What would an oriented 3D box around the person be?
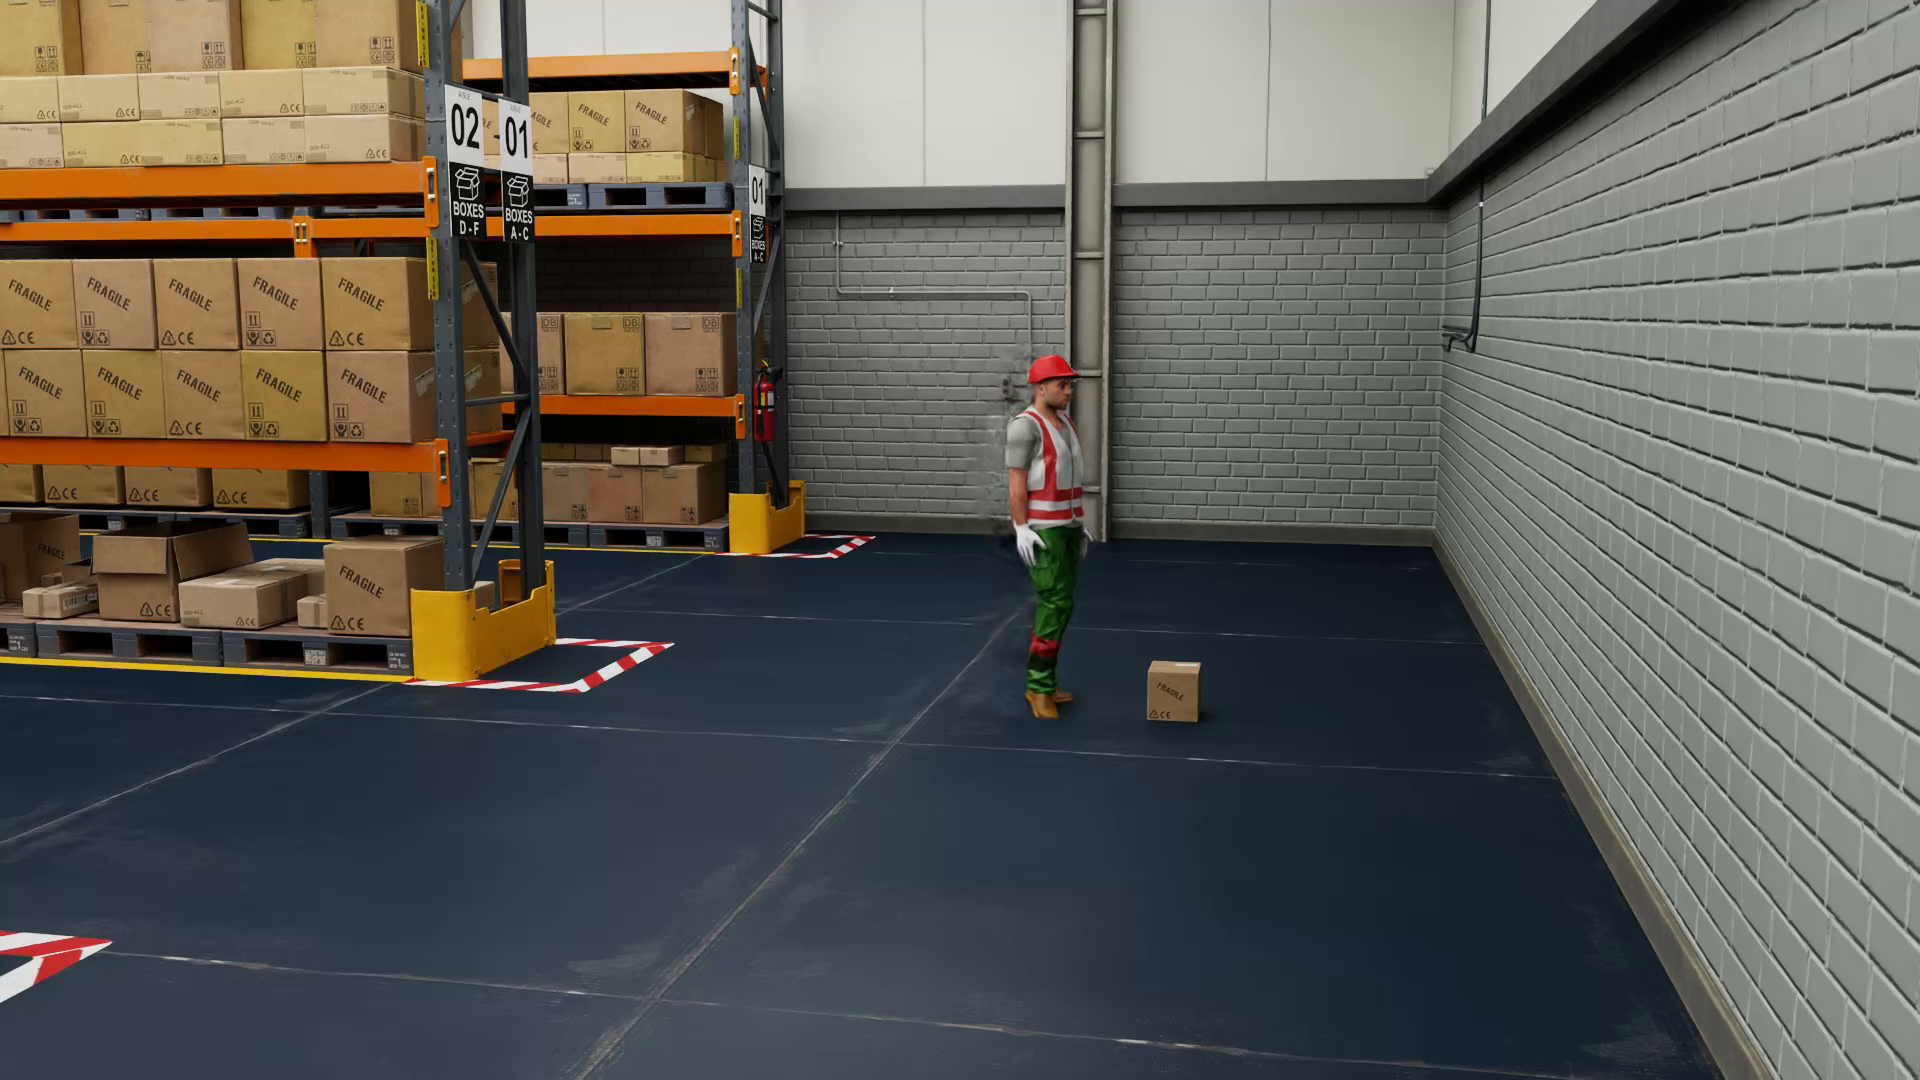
[{"bbox_3d":[0.475,-0.027,8.482,0.398,1.822,0.589,5,10,34],"label":"person"}]
